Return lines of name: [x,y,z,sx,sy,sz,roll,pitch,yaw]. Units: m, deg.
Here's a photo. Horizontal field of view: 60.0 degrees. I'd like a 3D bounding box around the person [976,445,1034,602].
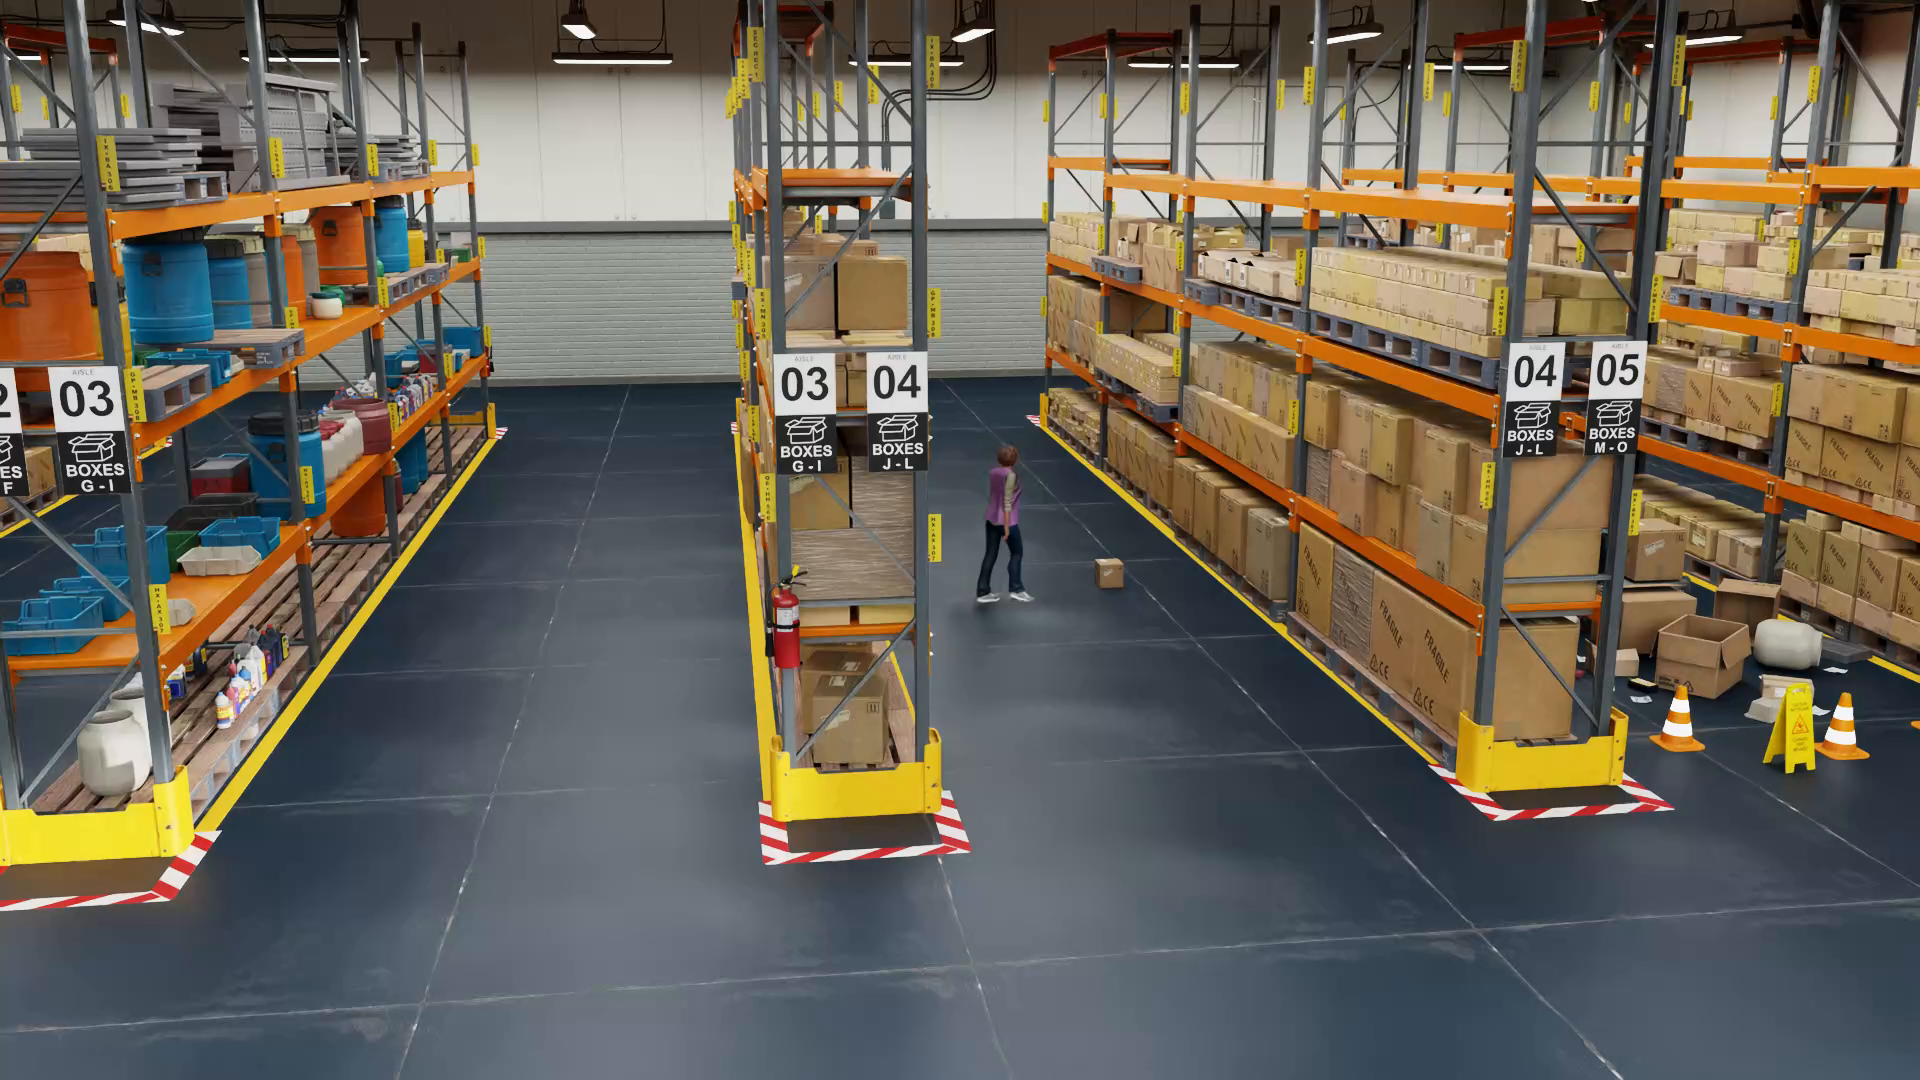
person: [0.407,-0.135,16.645,0.630,1.599,0.443,-11,17,-38]
